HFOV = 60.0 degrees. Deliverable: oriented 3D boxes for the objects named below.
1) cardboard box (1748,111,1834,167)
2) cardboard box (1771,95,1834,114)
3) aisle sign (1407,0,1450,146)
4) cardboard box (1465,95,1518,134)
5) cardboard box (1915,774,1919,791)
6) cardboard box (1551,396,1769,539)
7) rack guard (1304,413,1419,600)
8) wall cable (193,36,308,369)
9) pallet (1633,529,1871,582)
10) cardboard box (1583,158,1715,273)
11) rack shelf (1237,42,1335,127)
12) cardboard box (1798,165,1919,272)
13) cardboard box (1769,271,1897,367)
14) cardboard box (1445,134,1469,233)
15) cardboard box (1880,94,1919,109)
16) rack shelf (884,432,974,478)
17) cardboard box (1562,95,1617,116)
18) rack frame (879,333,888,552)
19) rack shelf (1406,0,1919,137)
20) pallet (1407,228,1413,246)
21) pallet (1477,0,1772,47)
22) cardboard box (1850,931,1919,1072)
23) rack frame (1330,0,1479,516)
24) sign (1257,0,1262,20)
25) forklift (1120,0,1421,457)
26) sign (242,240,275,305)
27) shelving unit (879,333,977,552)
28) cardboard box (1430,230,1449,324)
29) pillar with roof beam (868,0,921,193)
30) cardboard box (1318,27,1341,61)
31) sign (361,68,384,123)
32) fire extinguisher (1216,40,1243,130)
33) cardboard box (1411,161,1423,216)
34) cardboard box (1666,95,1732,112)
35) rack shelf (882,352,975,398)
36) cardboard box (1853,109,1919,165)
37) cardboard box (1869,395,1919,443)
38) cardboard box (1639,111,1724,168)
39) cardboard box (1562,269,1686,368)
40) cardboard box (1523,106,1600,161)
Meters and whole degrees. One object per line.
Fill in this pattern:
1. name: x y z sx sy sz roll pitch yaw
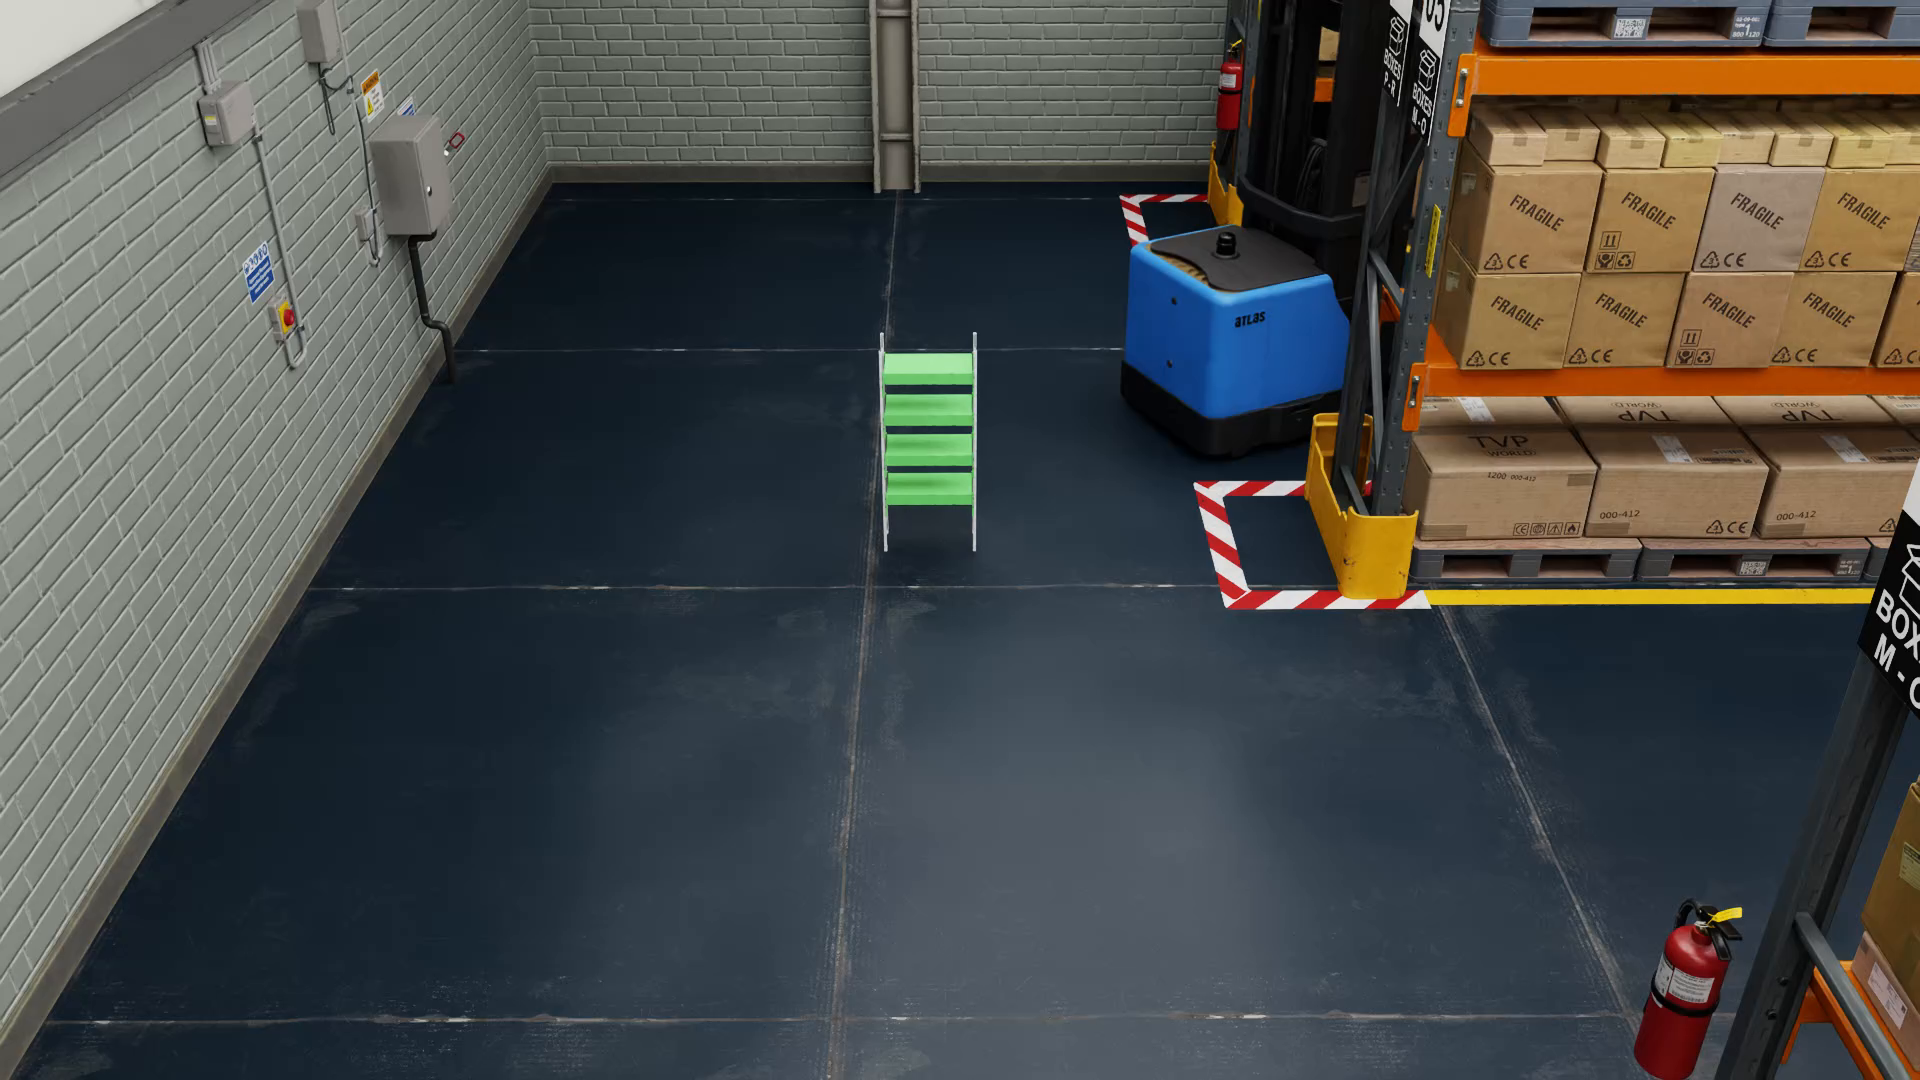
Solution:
1. cardboard box: 3.855 -1.876 7.764 0.250 0.149 0.380 0 31 0
2. cardboard box: 4.097 -2.150 8.216 0.250 0.149 0.380 1 31 1
3. aisle sign: 2.131 -2.235 7.535 0.004 0.787 0.394 0 31 0
4. cardboard box: 2.559 -2.127 8.178 0.250 0.149 0.380 0 31 0
5. cardboard box: 2.788 0.565 4.079 0.500 0.500 0.500 -1 31 -1
6. cardboard box: 3.776 -0.419 9.115 0.875 0.438 0.875 1 31 1
7. rack guard: 2.177 -0.205 9.106 0.348 0.500 1.175 0 31 0
8. wall cable: -3.437 -1.692 8.137 0.123 1.953 0.585 0 31 0
9. pallet: 4.217 -0.127 9.256 1.213 0.211 1.003 0 31 0
10. cardboard box: 3.199 -1.603 7.940 0.500 0.500 0.500 -1 31 -2
11. rack shelf: 4.167 -3.547 12.899 4.000 0.370 1.077 0 31 0
12. cardboard box: 4.213 -1.611 7.953 0.500 0.500 0.500 0 31 0
13. cardboard box: 4.198 -1.188 8.220 0.500 0.500 0.500 1 31 1
14. cardboard box: 2.682 -1.869 8.379 0.500 0.500 0.500 1 31 1
15. cardboard box: 4.607 -2.138 8.196 0.250 0.149 0.380 0 31 0
16. rack shelf: -0.166 -0.458 8.971 0.480 0.148 0.258 0 31 0
17. cardboard box: 3.070 -2.184 8.273 0.250 0.149 0.380 0 31 -1
18. rack frame: -0.410 -0.512 8.937 0.015 1.200 0.240 0 31 0
19. rack shelf: 4.201 -2.255 7.877 4.000 0.370 1.077 0 31 0
20. pallet: 3.041 -2.660 13.430 1.213 0.211 1.003 0 31 0
21. pallet: 2.943 -2.526 7.716 1.213 0.211 1.003 0 31 0
22. cardboard box: 2.656 1.253 4.535 0.250 0.149 0.380 0 31 0
23. rack frame: 2.201 -1.274 8.458 0.127 3.000 1.000 0 31 0
24. sign: 2.171 -3.937 12.013 0.005 0.325 0.100 0 31 0
25. forklift: 2.575 -2.280 10.182 3.031 2.935 1.130 -15 34 -23
26. sign: -3.498 -1.335 8.297 0.001 0.218 0.327 0 31 0
27. shelving unit: -0.166 -0.512 8.938 0.503 1.200 0.258 0 31 0
28. cardboard box: 2.682 -1.456 8.661 0.500 0.500 0.500 0 31 0
29. pillar with roof beam: -0.508 -4.640 8.222 0.400 9.000 9.100 0 31 0
30. cardboard box: 2.623 -3.773 12.435 0.500 0.250 0.500 0 31 0
31. sign: -3.511 -2.658 9.943 0.001 0.242 0.339 0 31 0
32. fire extinguisher: 2.023 -3.416 12.423 0.183 0.674 0.296 0 31 0
33. cardboard box: 3.635 -2.895 13.134 0.500 0.500 0.700 1 31 2
34. cardboard box: 3.584 -2.128 8.180 0.250 0.149 0.380 0 31 -1
35. rack shelf: -0.166 -0.868 8.722 0.480 0.148 0.258 0 31 0
36. cardboard box: 4.371 -1.888 7.785 0.250 0.149 0.380 0 31 0
37. cardboard box: 5.573 -0.424 9.123 0.875 0.438 0.875 -1 31 -1
38. cardboard box: 3.343 -1.868 7.752 0.250 0.149 0.380 -1 31 -2
39. cardboard box: 3.189 -1.185 8.216 0.500 0.500 0.500 -1 31 -1
40. cardboard box: 2.819 -1.917 7.832 0.250 0.149 0.380 1 31 1
